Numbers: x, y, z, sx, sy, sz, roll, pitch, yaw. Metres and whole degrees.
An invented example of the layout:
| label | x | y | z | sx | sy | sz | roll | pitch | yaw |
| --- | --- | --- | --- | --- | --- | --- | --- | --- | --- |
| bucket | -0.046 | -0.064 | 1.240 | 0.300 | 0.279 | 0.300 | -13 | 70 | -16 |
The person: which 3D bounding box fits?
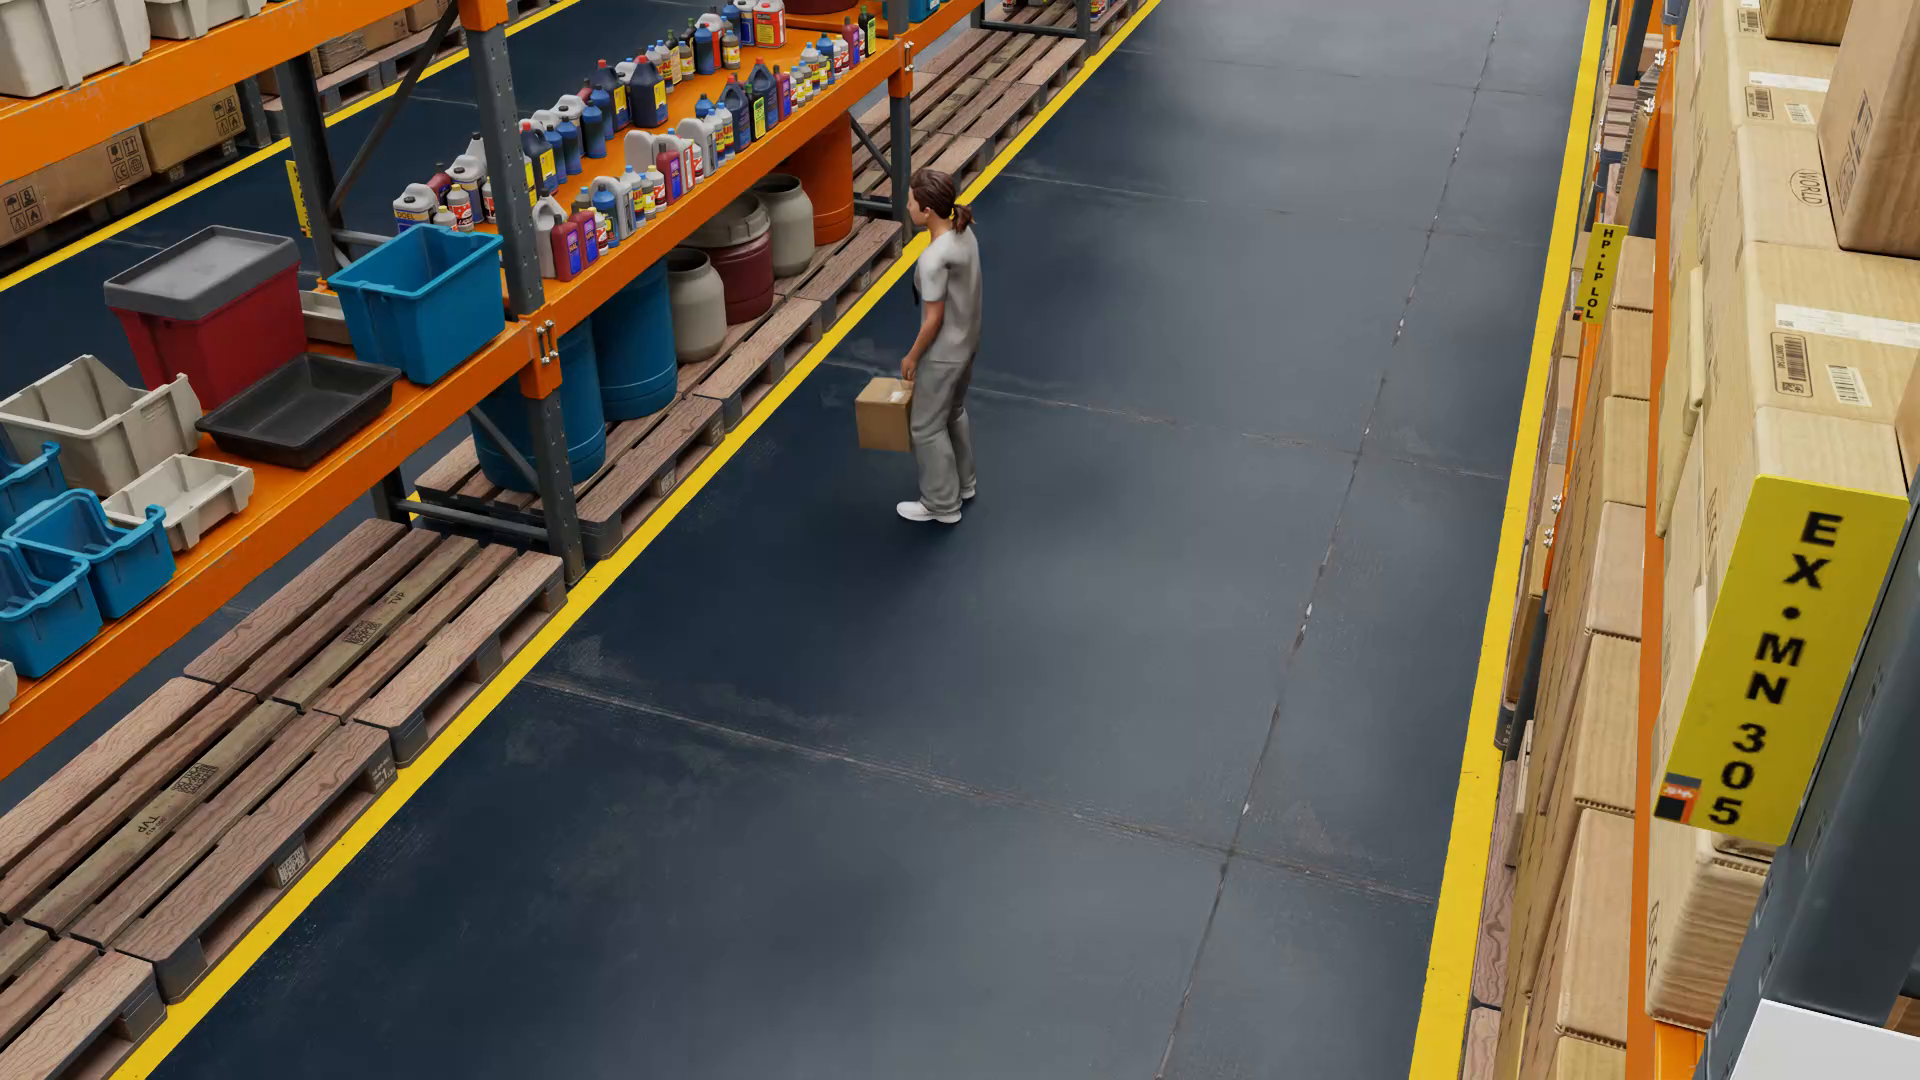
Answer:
| label | x | y | z | sx | sy | sz | roll | pitch | yaw |
| --- | --- | --- | --- | --- | --- | --- | --- | --- | --- |
| person | -0.090 | -0.855 | 7.437 | 0.360 | 1.675 | 0.476 | 10 | 35 | 15 |
